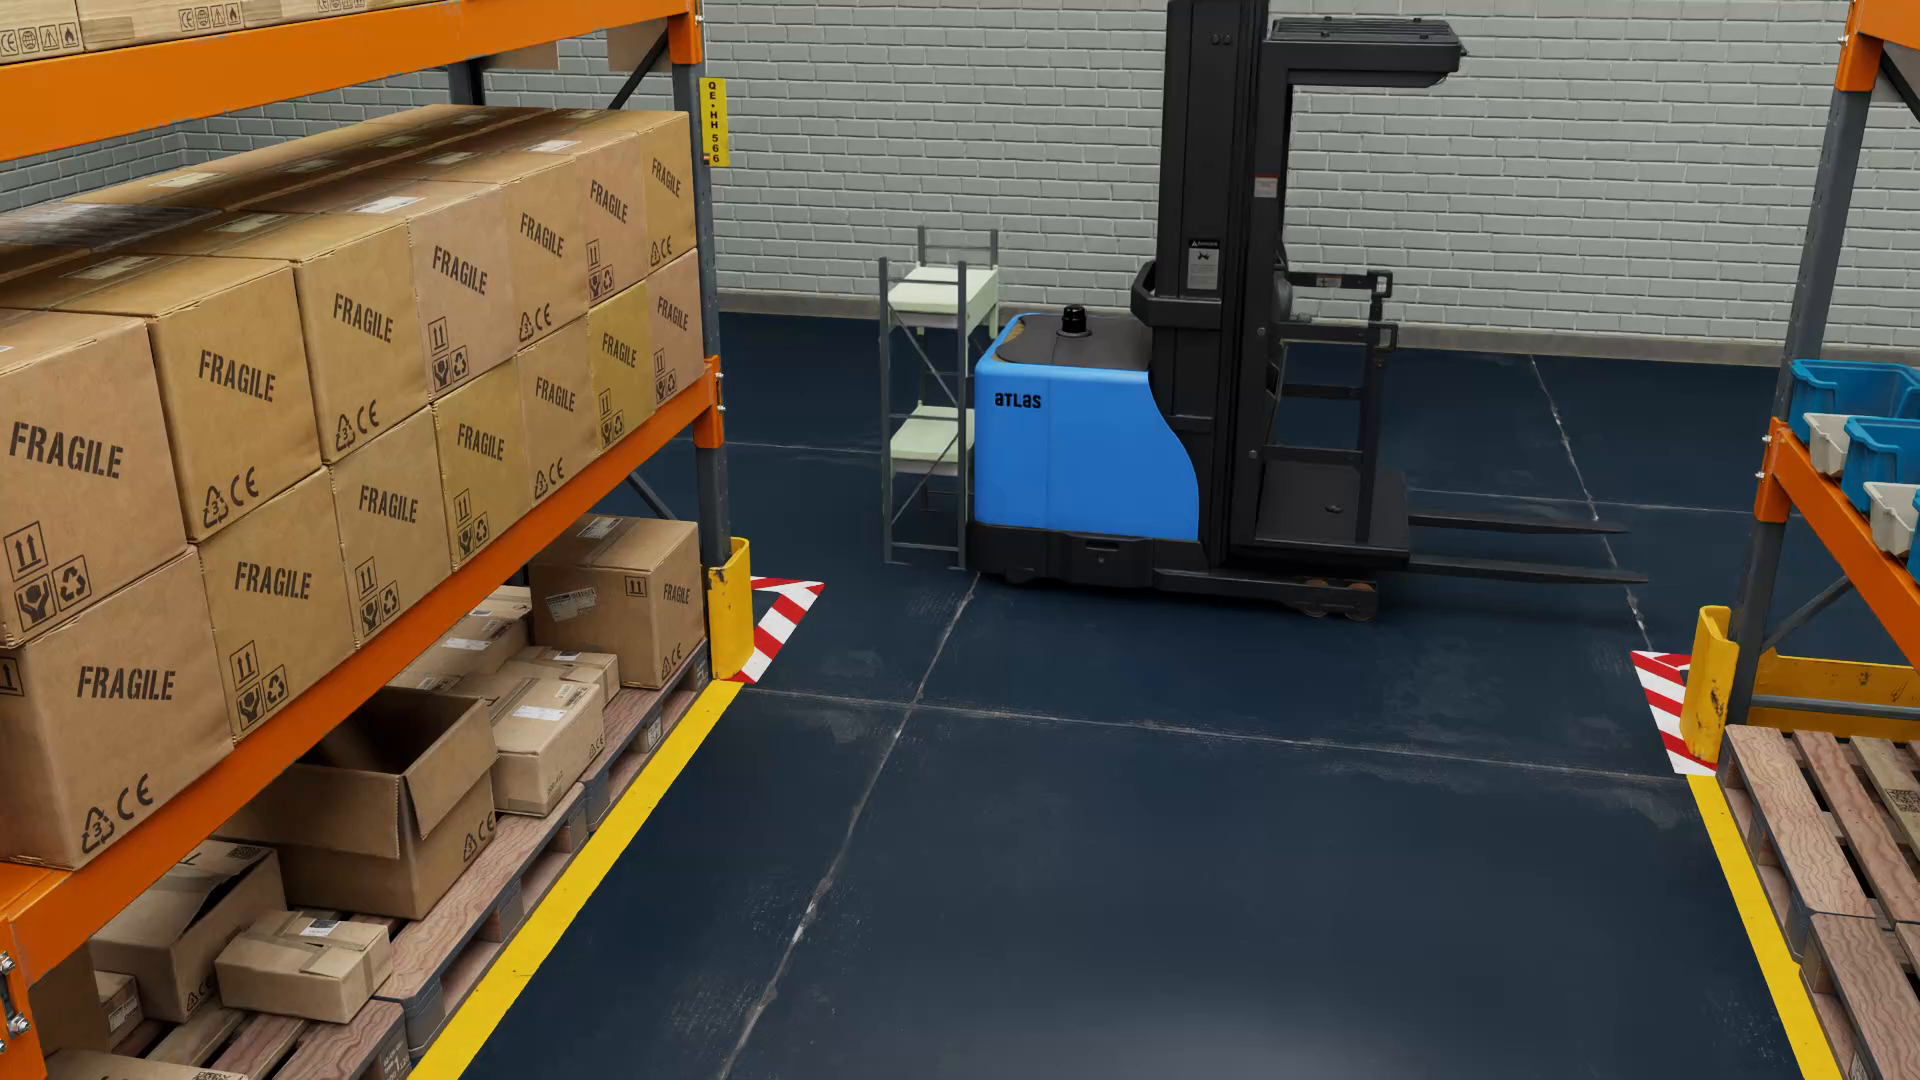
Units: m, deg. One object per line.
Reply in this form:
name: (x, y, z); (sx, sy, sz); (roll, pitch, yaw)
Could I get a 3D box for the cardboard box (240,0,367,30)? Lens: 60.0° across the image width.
cardboard box: (-1.731, -1.325, 3.815); (0.500, 0.250, 0.500); (4, 22, 11)

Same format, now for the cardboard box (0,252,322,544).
cardboard box: (-1.806, -0.329, 3.683); (0.500, 0.500, 0.500); (4, 22, 9)

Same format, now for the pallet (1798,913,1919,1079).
pallet: (2.925, 1.474, 4.412); (1.003, 0.211, 1.213); (4, 22, 11)

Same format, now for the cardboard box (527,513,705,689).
cardboard box: (-1.336, 0.231, 6.522); (0.500, 0.500, 0.500); (4, 22, 11)

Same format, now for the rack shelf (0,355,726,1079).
rack shelf: (-1.874, 0.123, 4.996); (1.077, 0.370, 4.000); (4, 22, 11)

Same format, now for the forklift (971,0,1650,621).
forklift: (1.625, -1.215, 7.447); (3.031, 2.935, 1.130); (5, 22, 12)

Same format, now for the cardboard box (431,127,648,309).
cardboard box: (-1.390, -1.084, 5.557); (0.500, 0.500, 0.500); (5, 22, 12)

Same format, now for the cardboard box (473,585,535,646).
cardboard box: (-1.888, 0.303, 6.813); (0.380, 0.149, 0.250); (4, 22, 11)

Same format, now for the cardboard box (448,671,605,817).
cardboard box: (-1.559, 0.692, 5.712); (0.500, 0.250, 0.500); (4, 22, 11)

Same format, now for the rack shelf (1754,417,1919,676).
rack shelf: (2.974, 0.502, 4.055); (1.077, 0.370, 4.000); (4, 22, 11)

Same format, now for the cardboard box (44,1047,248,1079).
cardboard box: (-1.985, 1.427, 3.806); (0.500, 0.311, 0.500); (4, 22, 11)

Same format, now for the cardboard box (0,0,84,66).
cardboard box: (-1.941, -0.960, 2.908); (0.500, 0.250, 0.500); (4, 22, 11)

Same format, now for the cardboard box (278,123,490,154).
cardboard box: (-1.914, -1.118, 5.643); (0.500, 0.500, 0.500); (5, 22, 11)

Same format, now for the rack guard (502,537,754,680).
rack guard: (-1.482, 0.245, 7.076); (1.175, 0.500, 0.348); (4, 22, 11)

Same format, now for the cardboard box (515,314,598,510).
cardboard box: (-1.501, -0.432, 5.277); (0.500, 0.500, 0.500); (5, 22, 11)

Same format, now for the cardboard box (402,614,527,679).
cardboard box: (-1.957, 0.489, 6.215); (0.500, 0.250, 0.500); (4, 22, 11)

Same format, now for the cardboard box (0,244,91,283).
cardboard box: (-2.331, -0.382, 3.814); (0.500, 0.500, 0.500); (4, 22, 10)

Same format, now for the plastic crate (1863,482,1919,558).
plastic crate: (2.725, -0.044, 4.721); (0.250, 0.136, 0.298); (4, 22, 11)

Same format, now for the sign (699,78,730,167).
sign: (-0.927, -1.576, 6.279); (0.100, 0.325, 0.005); (4, 22, 11)

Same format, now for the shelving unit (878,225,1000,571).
shelving unit: (-0.090, -0.701, 8.087); (0.431, 1.500, 0.755); (5, 22, 12)

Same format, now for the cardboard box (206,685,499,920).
cardboard box: (-1.904, 0.787, 5.137); (0.797, 0.503, 0.637); (4, 22, 11)

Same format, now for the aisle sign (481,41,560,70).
aisle sign: (-1.740, -2.195, 6.310); (0.394, 0.787, 0.004); (4, 22, 11)

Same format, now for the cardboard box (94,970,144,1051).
cardboard box: (-2.426, 1.267, 4.419); (0.380, 0.149, 0.250); (4, 22, 11)

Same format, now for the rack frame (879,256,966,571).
rack frame: (-0.169, -0.568, 7.756); (0.400, 1.500, 0.023); (5, 22, 12)

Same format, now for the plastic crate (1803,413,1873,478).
plastic crate: (2.863, -0.292, 5.337); (0.250, 0.136, 0.298); (4, 22, 11)

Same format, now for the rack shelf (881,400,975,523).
rack shelf: (-0.090, -0.399, 8.209); (0.431, 0.370, 0.720); (5, 22, 12)

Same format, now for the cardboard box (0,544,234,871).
cardboard box: (-1.912, 0.309, 3.438); (0.500, 0.500, 0.500); (5, 22, 12)

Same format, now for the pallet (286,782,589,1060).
pallet: (-1.894, 1.116, 5.301); (1.003, 0.211, 1.213); (4, 22, 11)

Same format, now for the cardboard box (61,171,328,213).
cardboard box: (-2.124, -0.750, 4.728); (0.500, 0.500, 0.500); (4, 22, 10)

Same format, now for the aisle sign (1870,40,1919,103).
aisle sign: (3.106, -1.818, 5.373); (0.394, 0.787, 0.004); (4, 22, 11)

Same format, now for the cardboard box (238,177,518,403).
cardboard box: (-1.596, -0.706, 4.619); (0.500, 0.500, 0.500); (5, 23, 13)

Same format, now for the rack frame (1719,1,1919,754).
rack frame: (3.382, -0.563, 5.737); (1.000, 3.000, 0.127); (4, 22, 11)

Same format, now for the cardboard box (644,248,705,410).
cardboard box: (-1.291, -0.804, 6.201); (0.500, 0.500, 0.500); (5, 23, 13)

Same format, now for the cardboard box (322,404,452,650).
cardboard box: (-1.706, -0.062, 4.357); (0.500, 0.500, 0.500); (4, 22, 11)
